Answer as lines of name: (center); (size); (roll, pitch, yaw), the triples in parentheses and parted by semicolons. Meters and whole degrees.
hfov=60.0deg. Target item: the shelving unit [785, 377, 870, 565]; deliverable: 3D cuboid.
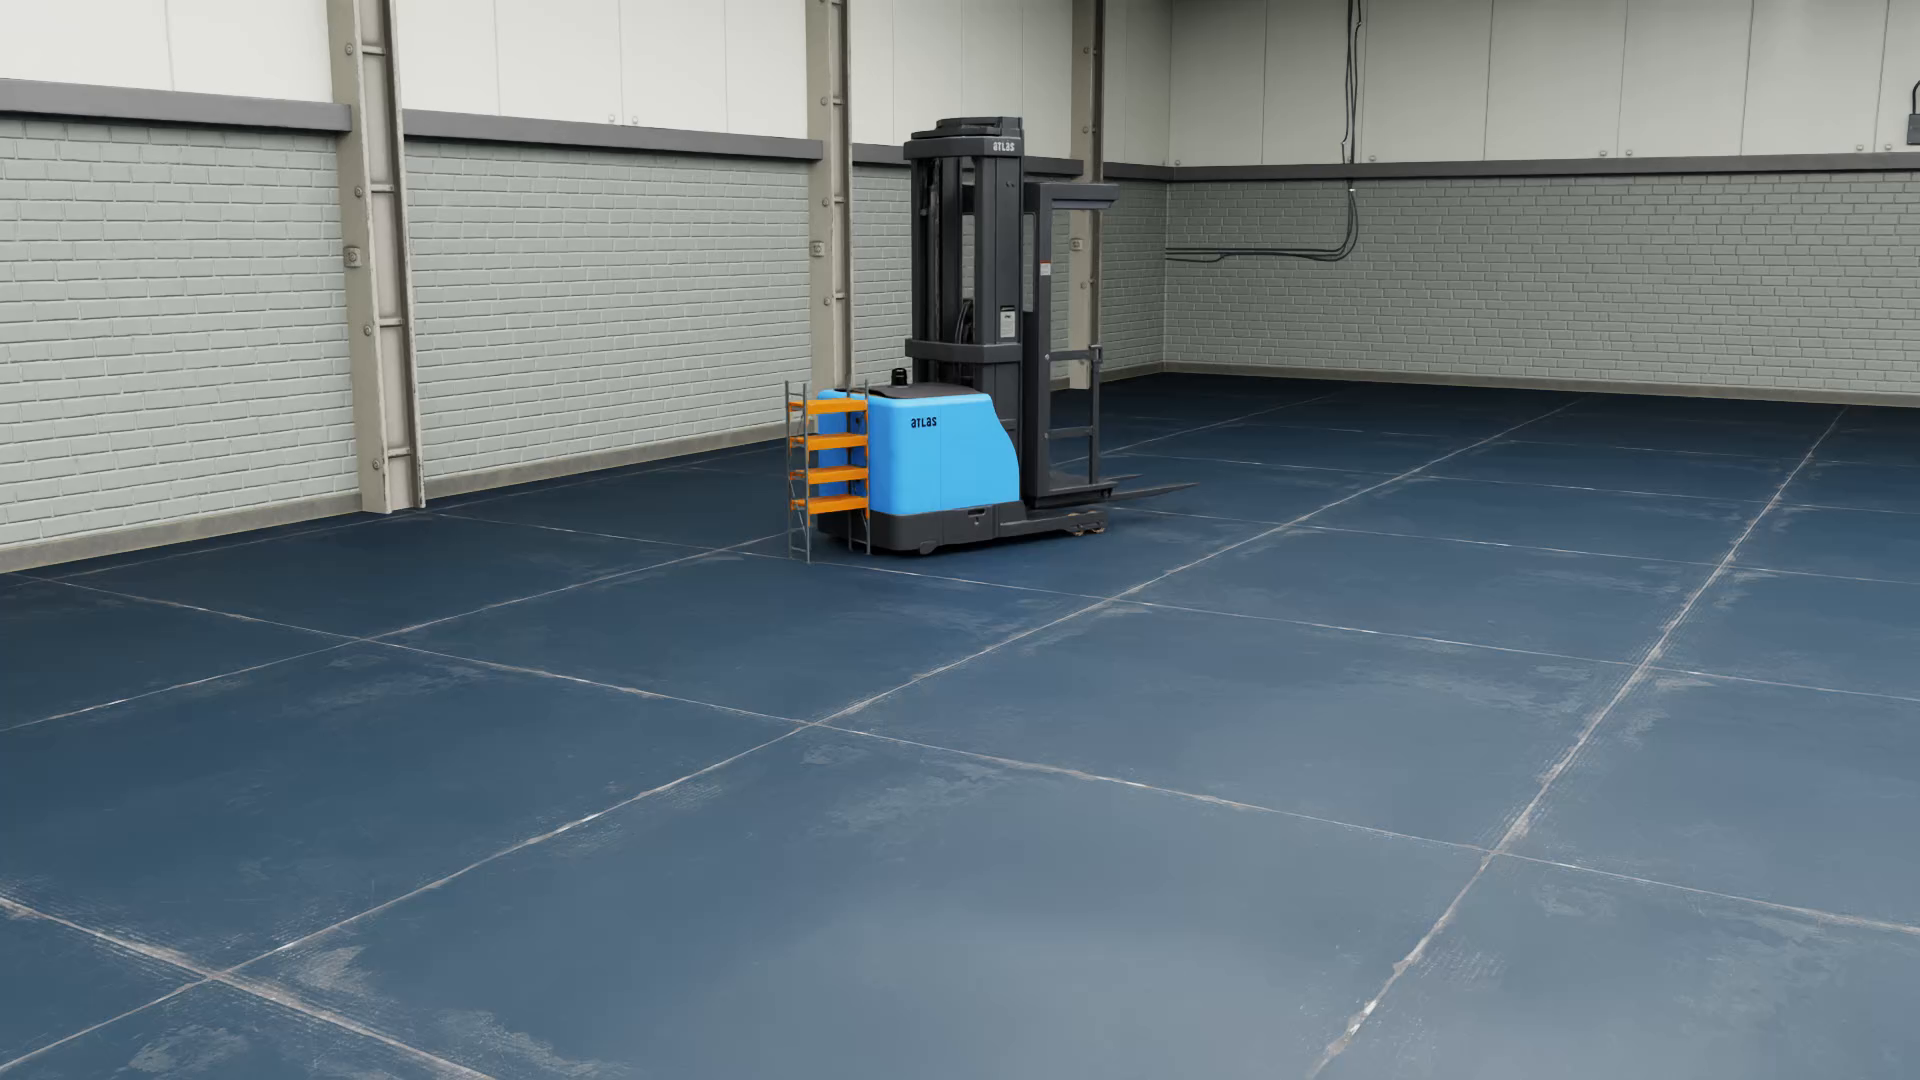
shelving unit: (-0.882, -0.472, 11.131); (0.503, 1.200, 0.258); (-8, 13, -37)

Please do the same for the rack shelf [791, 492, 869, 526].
rack shelf: (-0.882, -0.211, 11.180); (0.480, 0.148, 0.258); (-8, 13, -37)

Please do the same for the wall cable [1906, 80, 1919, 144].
wall cable: (12.497, -7.659, 19.083); (2.305, 6.003, 0.169); (6, 12, 31)

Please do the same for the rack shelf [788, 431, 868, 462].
rack shelf: (-0.882, -0.626, 11.103); (0.480, 0.148, 0.258); (-8, 13, -37)

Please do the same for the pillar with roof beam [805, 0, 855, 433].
pillar with roof beam: (2.296, -5.205, 15.216); (9.100, 9.000, 0.400); (6, 12, 31)

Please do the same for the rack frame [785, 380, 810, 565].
rack frame: (-1.075, -0.445, 10.984); (0.015, 1.200, 0.240); (-8, 13, -37)

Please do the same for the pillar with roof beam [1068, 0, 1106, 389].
pillar with roof beam: (5.411, -6.149, 20.257); (9.100, 9.000, 0.400); (6, 12, 31)

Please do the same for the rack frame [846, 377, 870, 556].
rack frame: (-0.690, -0.500, 11.279); (0.015, 1.200, 0.240); (-8, 13, -37)

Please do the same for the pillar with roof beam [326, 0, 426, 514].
pillar with roof beam: (-0.819, -4.261, 10.176); (9.100, 9.000, 0.400); (6, 12, 31)

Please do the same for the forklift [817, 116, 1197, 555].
forklift: (0.459, -1.538, 12.116); (3.031, 2.935, 1.130); (-8, 13, -37)

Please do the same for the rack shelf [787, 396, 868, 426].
rack shelf: (-0.882, -0.859, 11.059); (0.480, 0.148, 0.258); (-8, 13, -37)

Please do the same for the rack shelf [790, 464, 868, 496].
rack shelf: (-0.882, -0.406, 11.144); (0.480, 0.148, 0.258); (-8, 13, -37)

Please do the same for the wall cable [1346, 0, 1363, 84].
wall cable: (6.703, -7.595, 22.694); (3.097, 2.526, 0.112); (6, 12, 31)

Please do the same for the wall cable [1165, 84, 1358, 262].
wall cable: (4.391, -5.371, 24.539); (3.097, 2.526, 0.112); (6, 12, 31)
